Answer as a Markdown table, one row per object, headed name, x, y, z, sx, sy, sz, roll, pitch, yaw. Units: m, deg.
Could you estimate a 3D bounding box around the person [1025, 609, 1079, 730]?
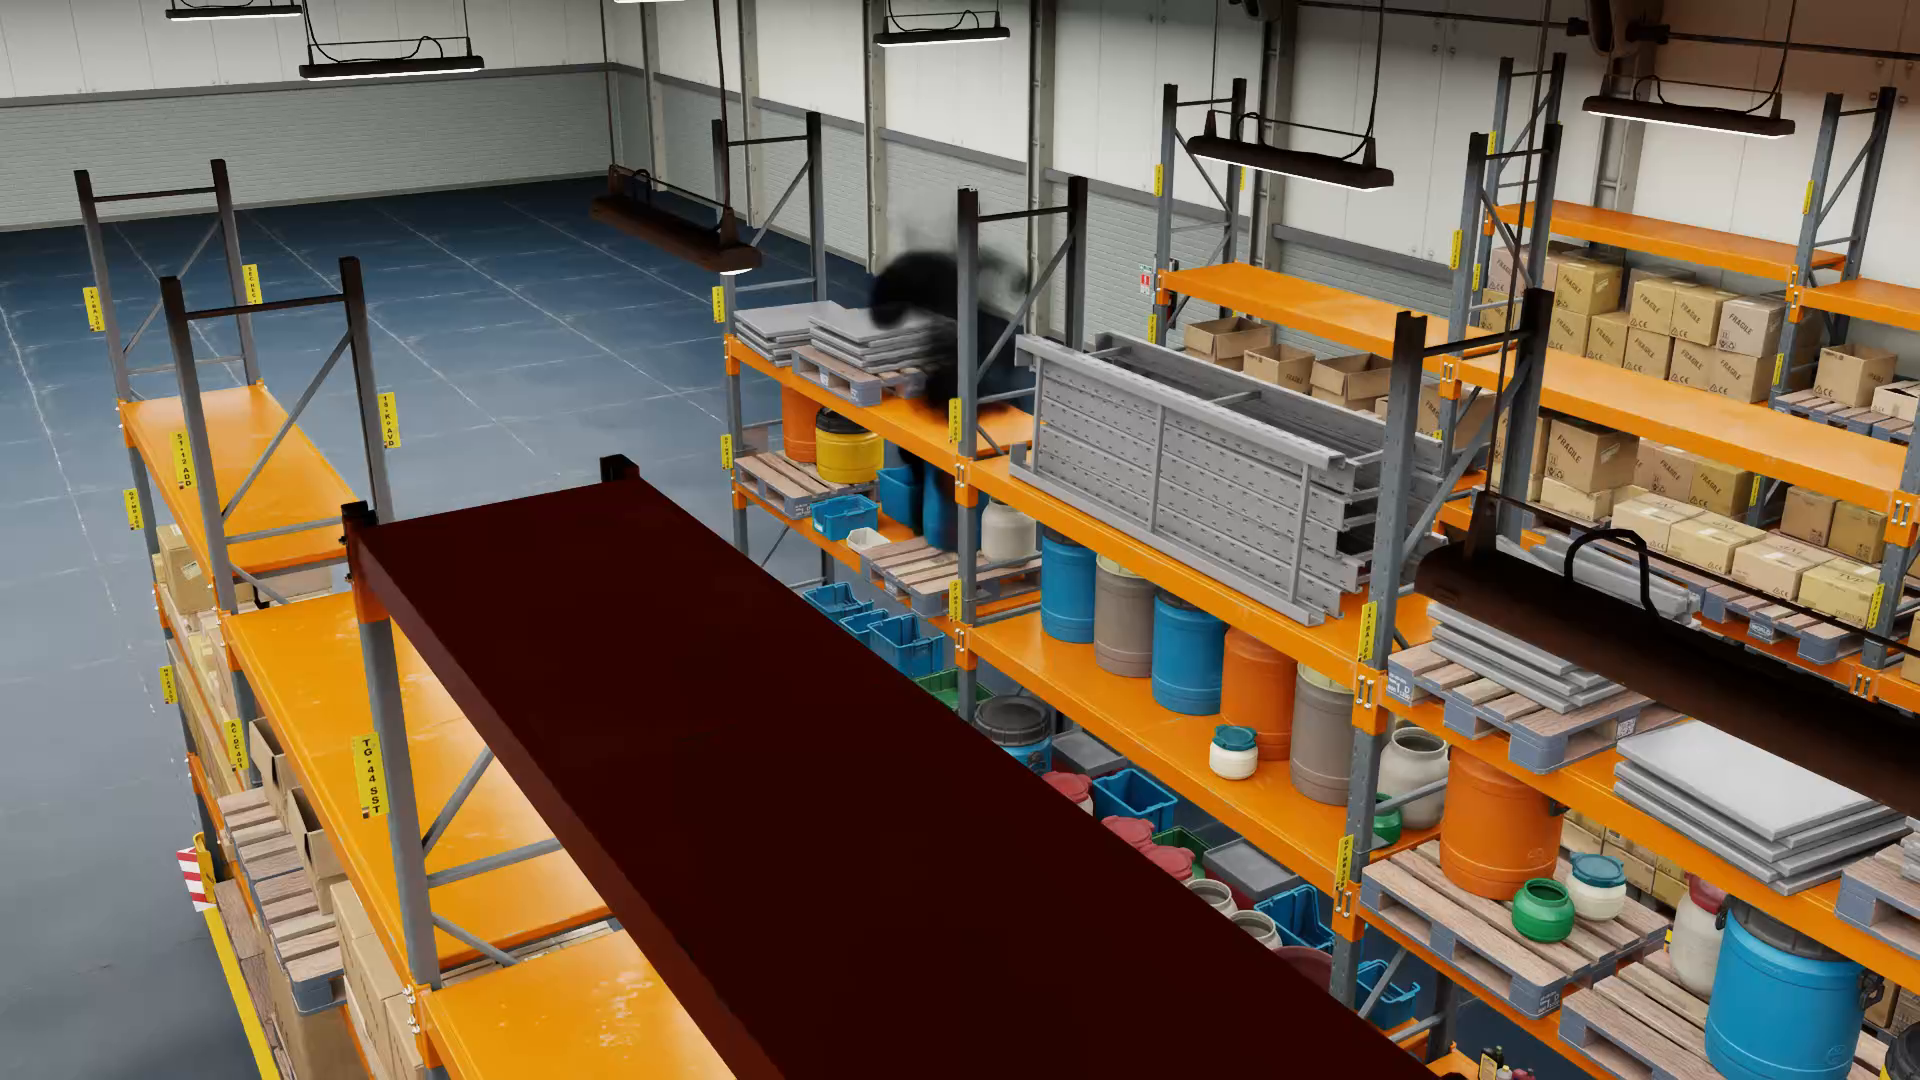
| name | x | y | z | sx | sy | sz | roll | pitch | yaw |
| --- | --- | --- | --- | --- | --- | --- | --- | --- | --- |
| person | 0.836 | 1.005 | 15.784 | 0.796 | 1.784 | 0.703 | 19 | 29 | 39 |
